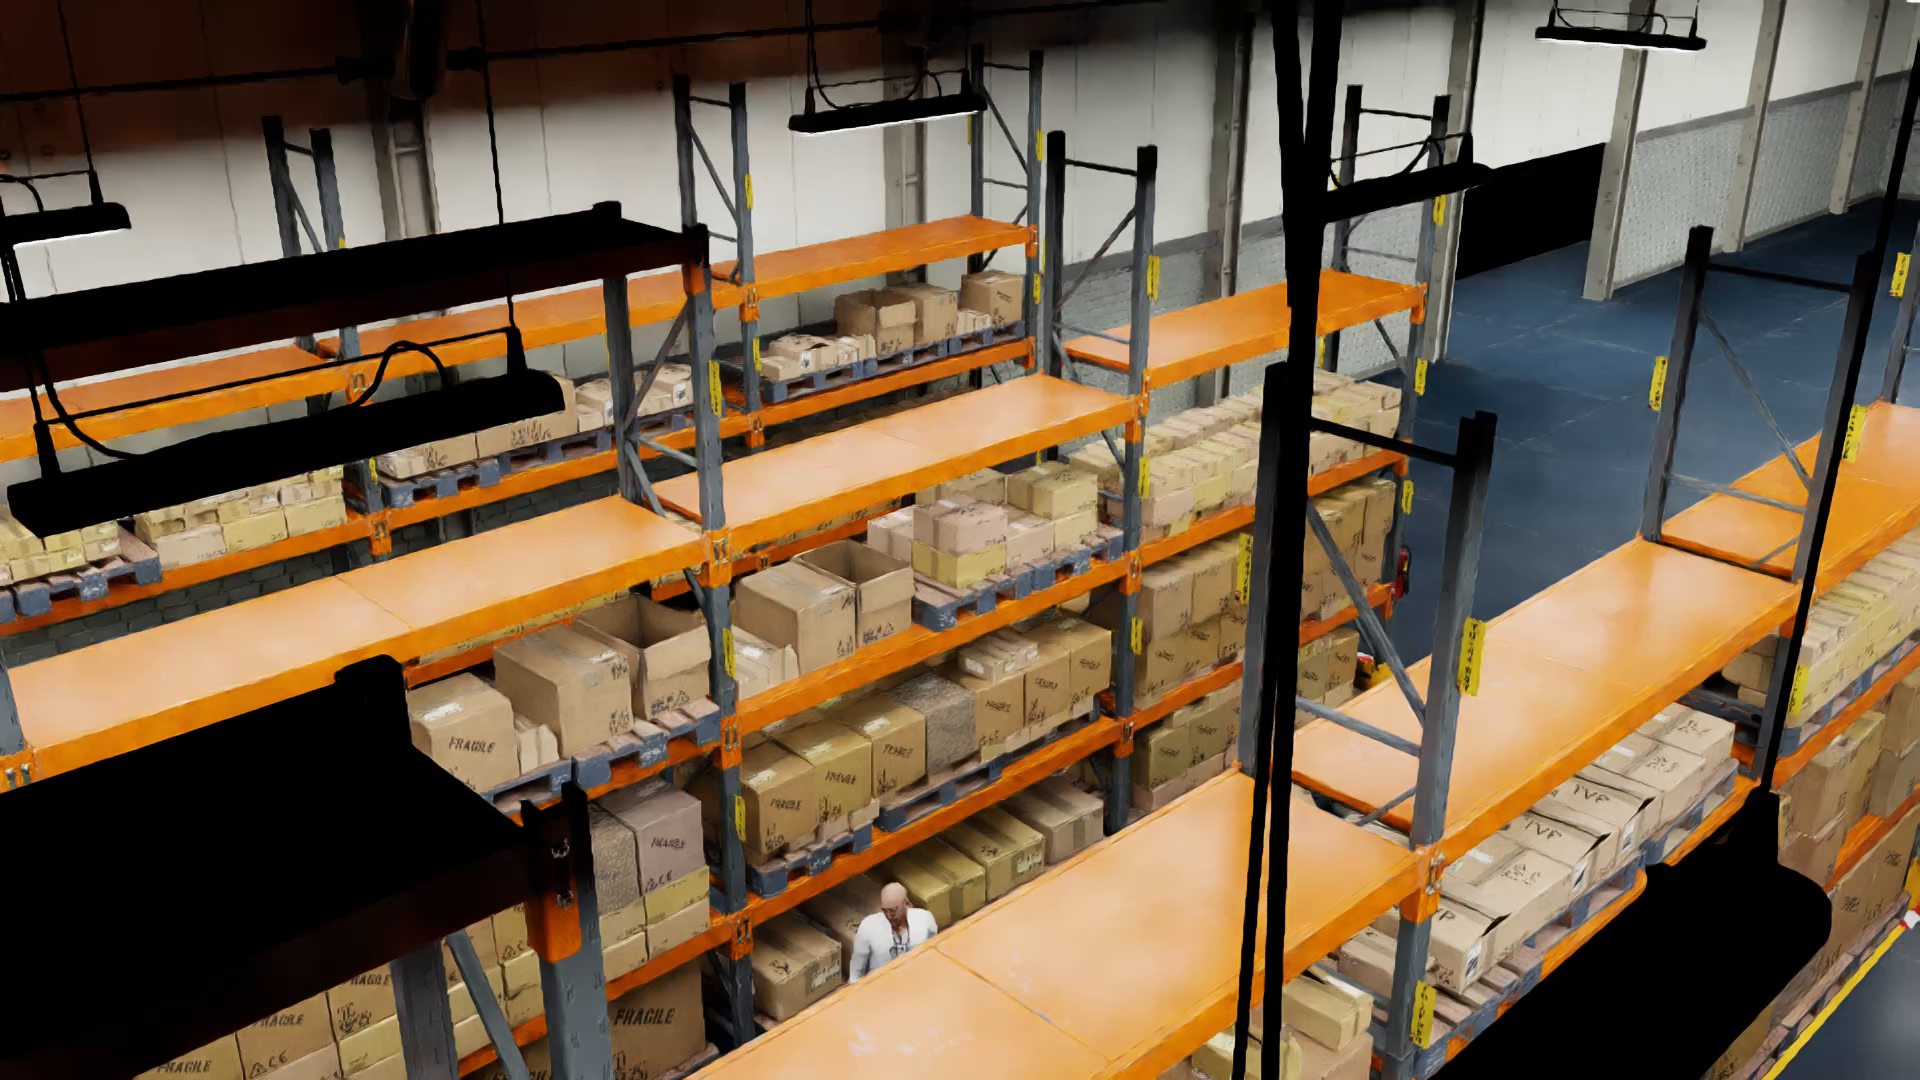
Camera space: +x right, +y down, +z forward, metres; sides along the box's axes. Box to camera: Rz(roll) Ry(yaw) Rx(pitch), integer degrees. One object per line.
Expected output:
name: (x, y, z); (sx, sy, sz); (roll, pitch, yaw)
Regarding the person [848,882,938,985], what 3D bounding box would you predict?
person: (-0.423, 3.066, 11.068); (0.673, 1.773, 0.643); (-8, 24, -19)
